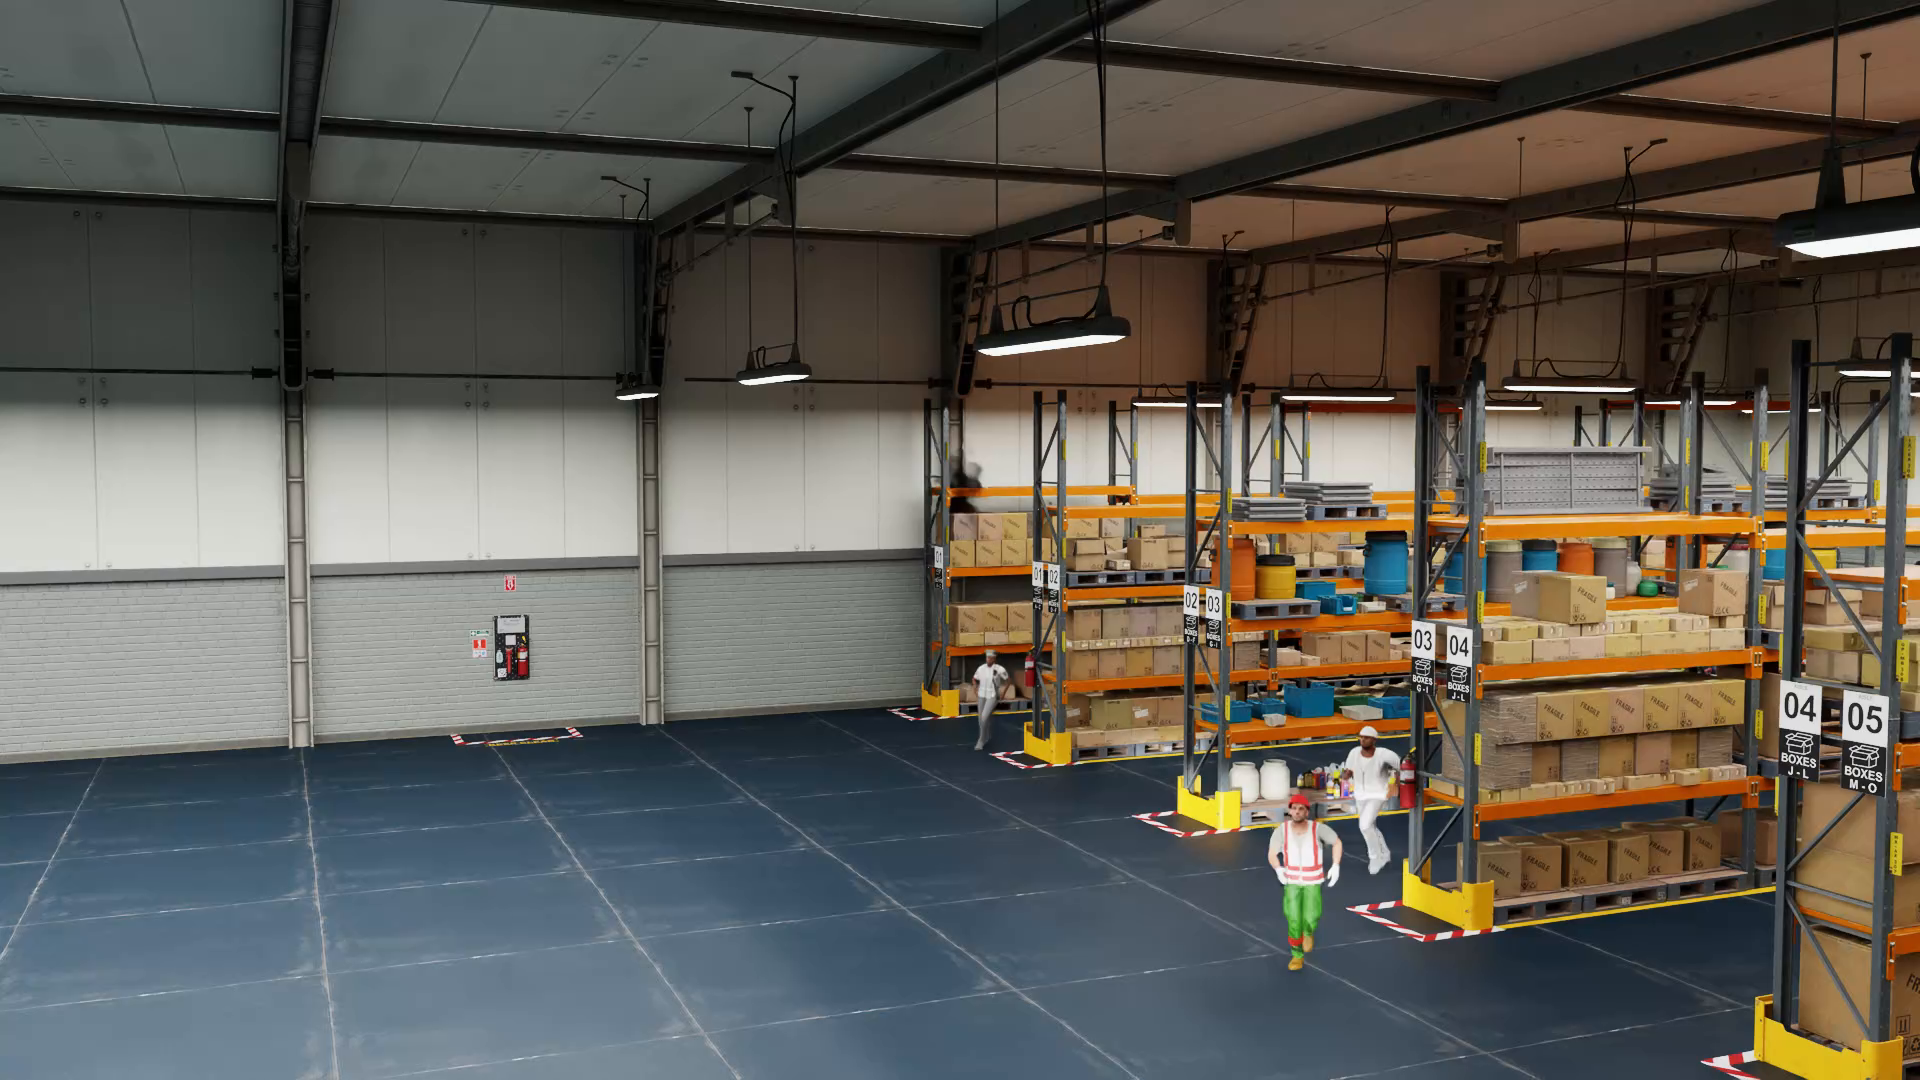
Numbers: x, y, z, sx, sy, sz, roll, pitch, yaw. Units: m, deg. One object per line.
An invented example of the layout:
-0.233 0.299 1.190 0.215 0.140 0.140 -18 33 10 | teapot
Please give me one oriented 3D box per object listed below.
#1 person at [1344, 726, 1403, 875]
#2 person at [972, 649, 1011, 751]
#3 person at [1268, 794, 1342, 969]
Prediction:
4.941 3.115 20.018 0.751 1.768 0.680 -3 4 -40 | person
0.504 2.684 28.077 0.625 1.717 0.686 2 4 28 | person
3.342 3.343 16.191 0.698 1.740 0.652 1 4 18 | person
